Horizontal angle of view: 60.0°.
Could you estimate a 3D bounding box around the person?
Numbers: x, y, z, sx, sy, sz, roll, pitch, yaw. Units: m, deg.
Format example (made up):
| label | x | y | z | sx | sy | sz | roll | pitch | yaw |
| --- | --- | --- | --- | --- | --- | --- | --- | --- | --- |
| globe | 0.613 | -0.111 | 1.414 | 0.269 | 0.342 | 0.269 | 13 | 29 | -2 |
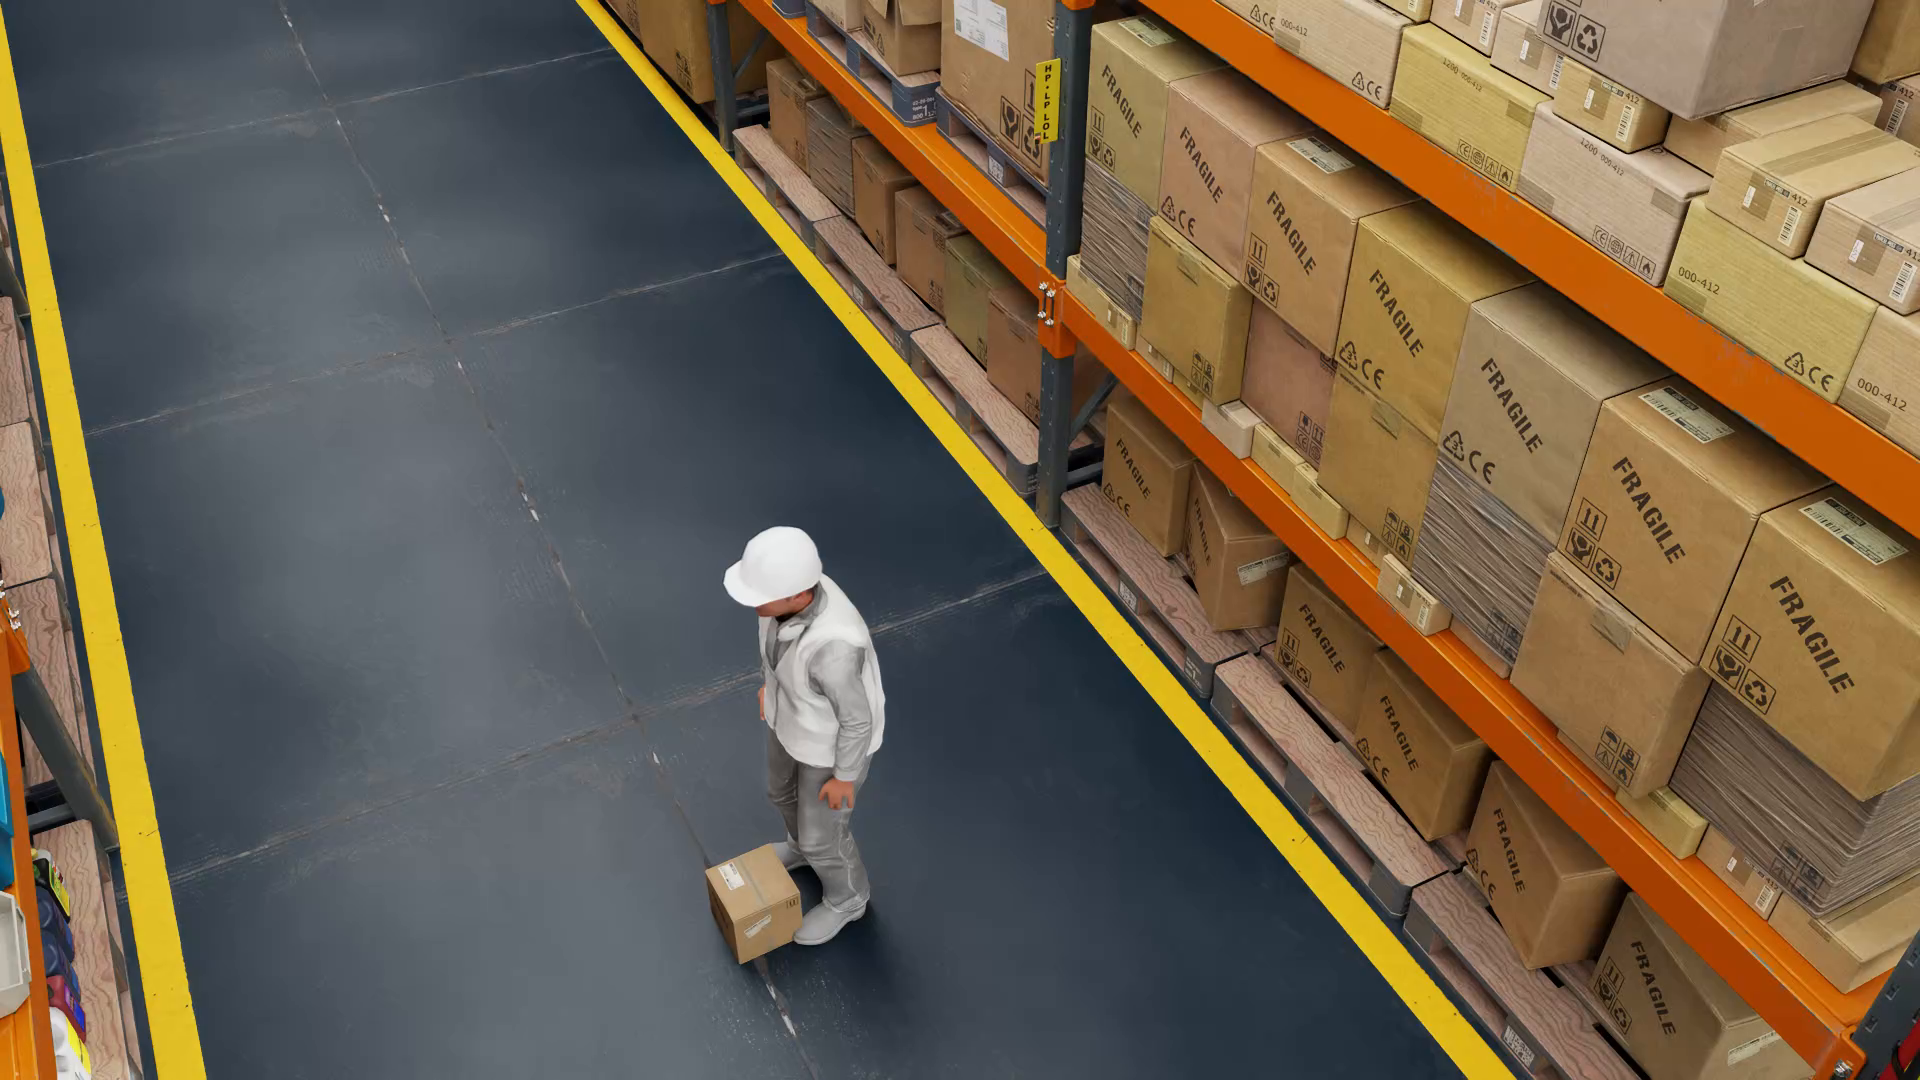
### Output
| label | x | y | z | sx | sy | sz | roll | pitch | yaw |
| --- | --- | --- | --- | --- | --- | --- | --- | --- | --- |
| person | -0.488 | 0.617 | 5.429 | 0.465 | 1.769 | 0.582 | -21 | 45 | -22 |
